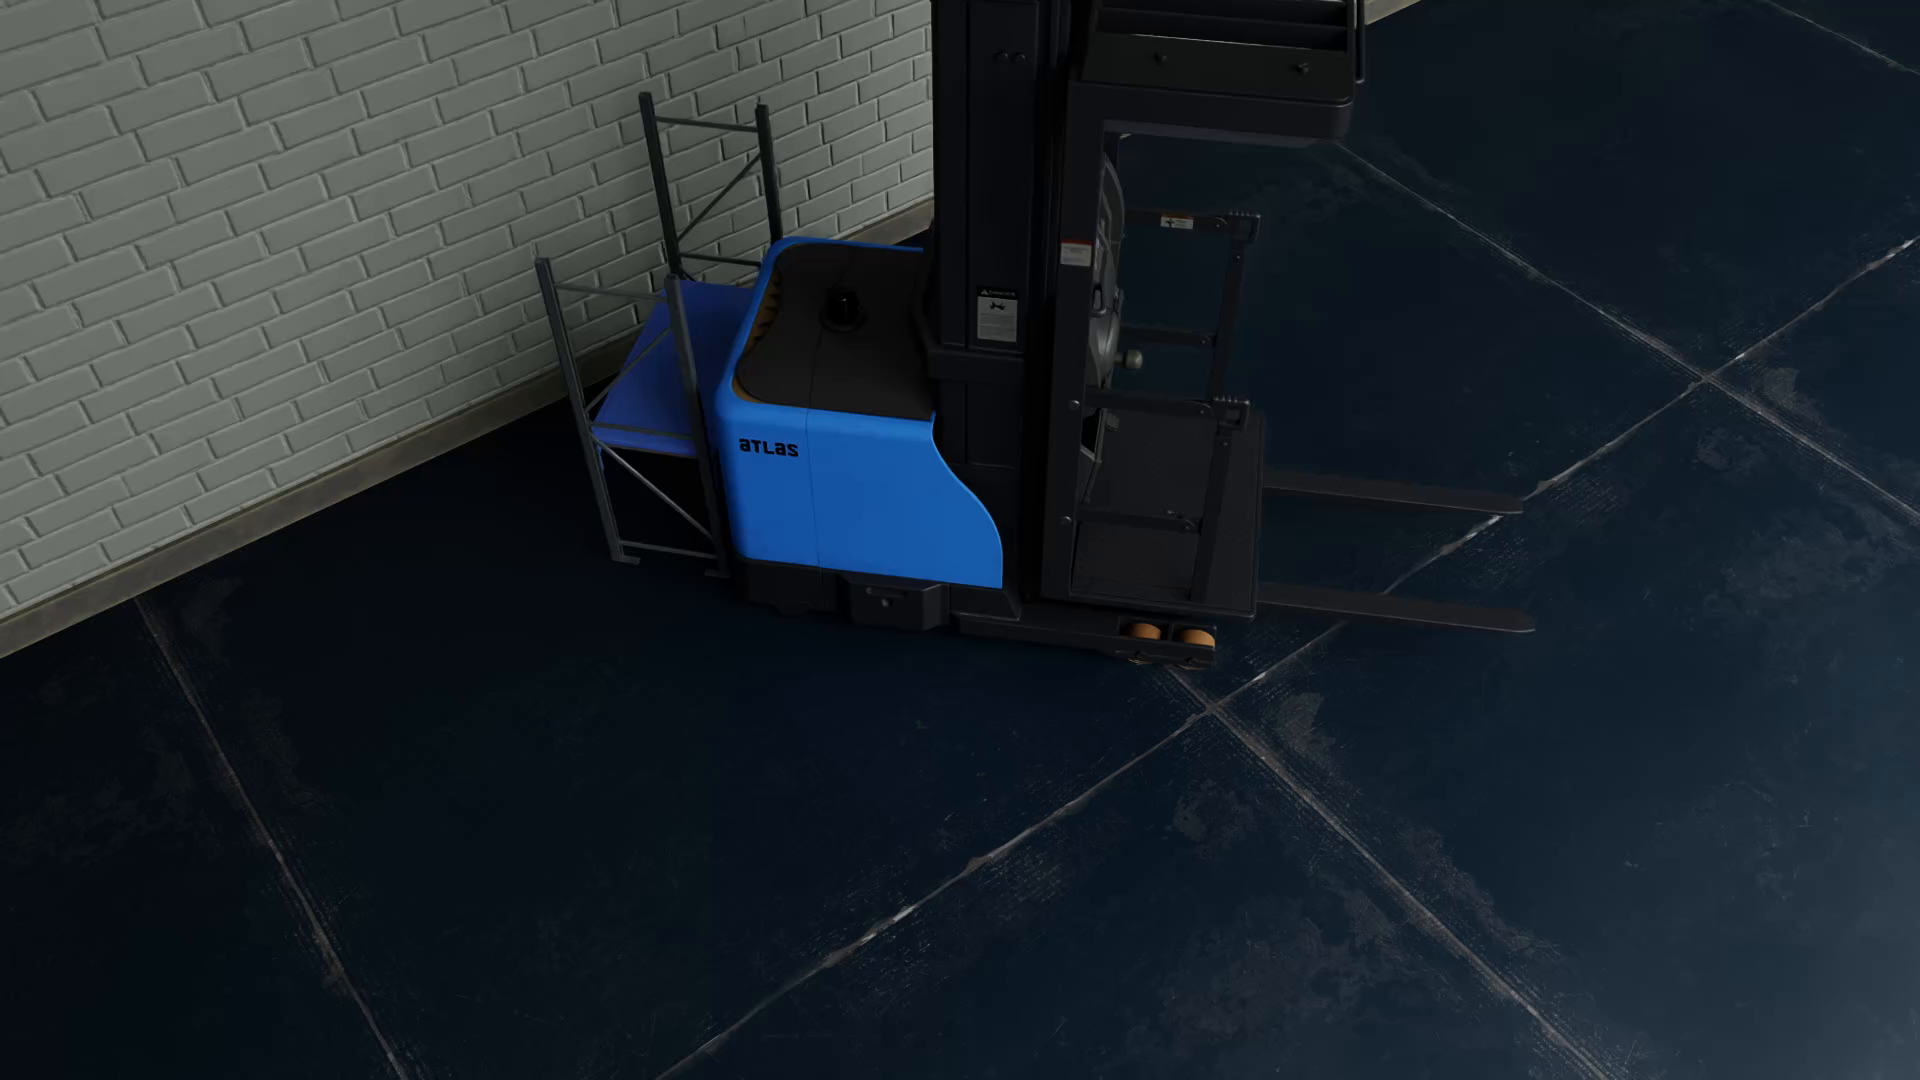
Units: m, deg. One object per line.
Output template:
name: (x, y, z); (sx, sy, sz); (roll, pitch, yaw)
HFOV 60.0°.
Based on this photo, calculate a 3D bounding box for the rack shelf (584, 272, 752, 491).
rack shelf: (-1.052, -0.644, 6.556); (0.538, 0.185, 1.000); (9, 48, 9)

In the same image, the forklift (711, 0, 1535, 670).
forklift: (0.681, -0.917, 5.601); (3.031, 2.935, 1.130); (7, 48, 6)

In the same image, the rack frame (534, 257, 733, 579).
rack frame: (-1.165, -0.398, 6.090); (0.500, 1.500, 0.032); (9, 48, 9)

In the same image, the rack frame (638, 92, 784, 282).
rack frame: (-0.946, -1.133, 6.757); (0.500, 1.500, 0.032); (9, 48, 9)

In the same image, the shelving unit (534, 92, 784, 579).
shelving unit: (-1.055, -0.766, 6.424); (0.538, 1.500, 1.048); (9, 48, 9)
